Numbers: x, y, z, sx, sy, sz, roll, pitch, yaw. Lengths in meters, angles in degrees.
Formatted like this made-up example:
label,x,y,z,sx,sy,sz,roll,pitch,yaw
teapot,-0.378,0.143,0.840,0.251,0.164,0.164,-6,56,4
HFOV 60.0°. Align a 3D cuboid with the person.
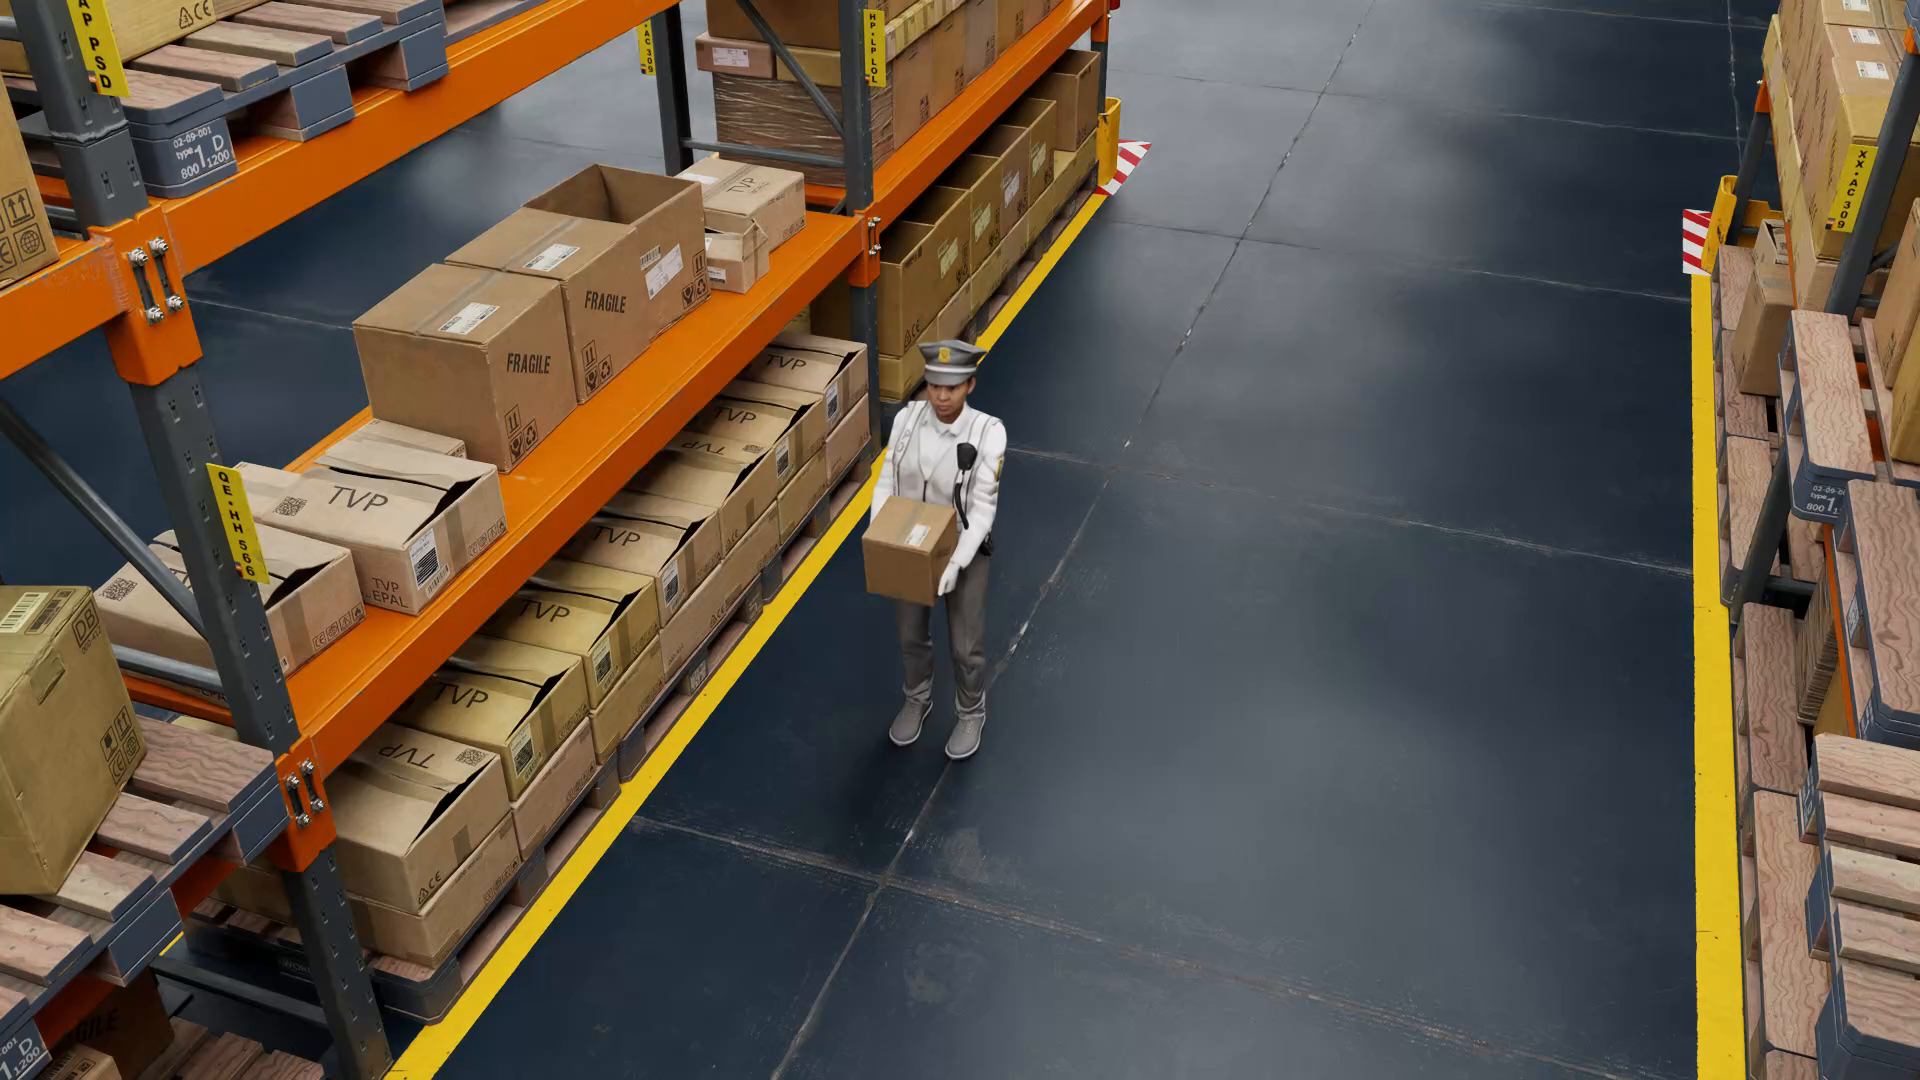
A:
label,x,y,z,sx,sy,sz,roll,pitch,yaw
person,-0.096,0.072,6.012,0.459,1.686,0.549,12,35,18
